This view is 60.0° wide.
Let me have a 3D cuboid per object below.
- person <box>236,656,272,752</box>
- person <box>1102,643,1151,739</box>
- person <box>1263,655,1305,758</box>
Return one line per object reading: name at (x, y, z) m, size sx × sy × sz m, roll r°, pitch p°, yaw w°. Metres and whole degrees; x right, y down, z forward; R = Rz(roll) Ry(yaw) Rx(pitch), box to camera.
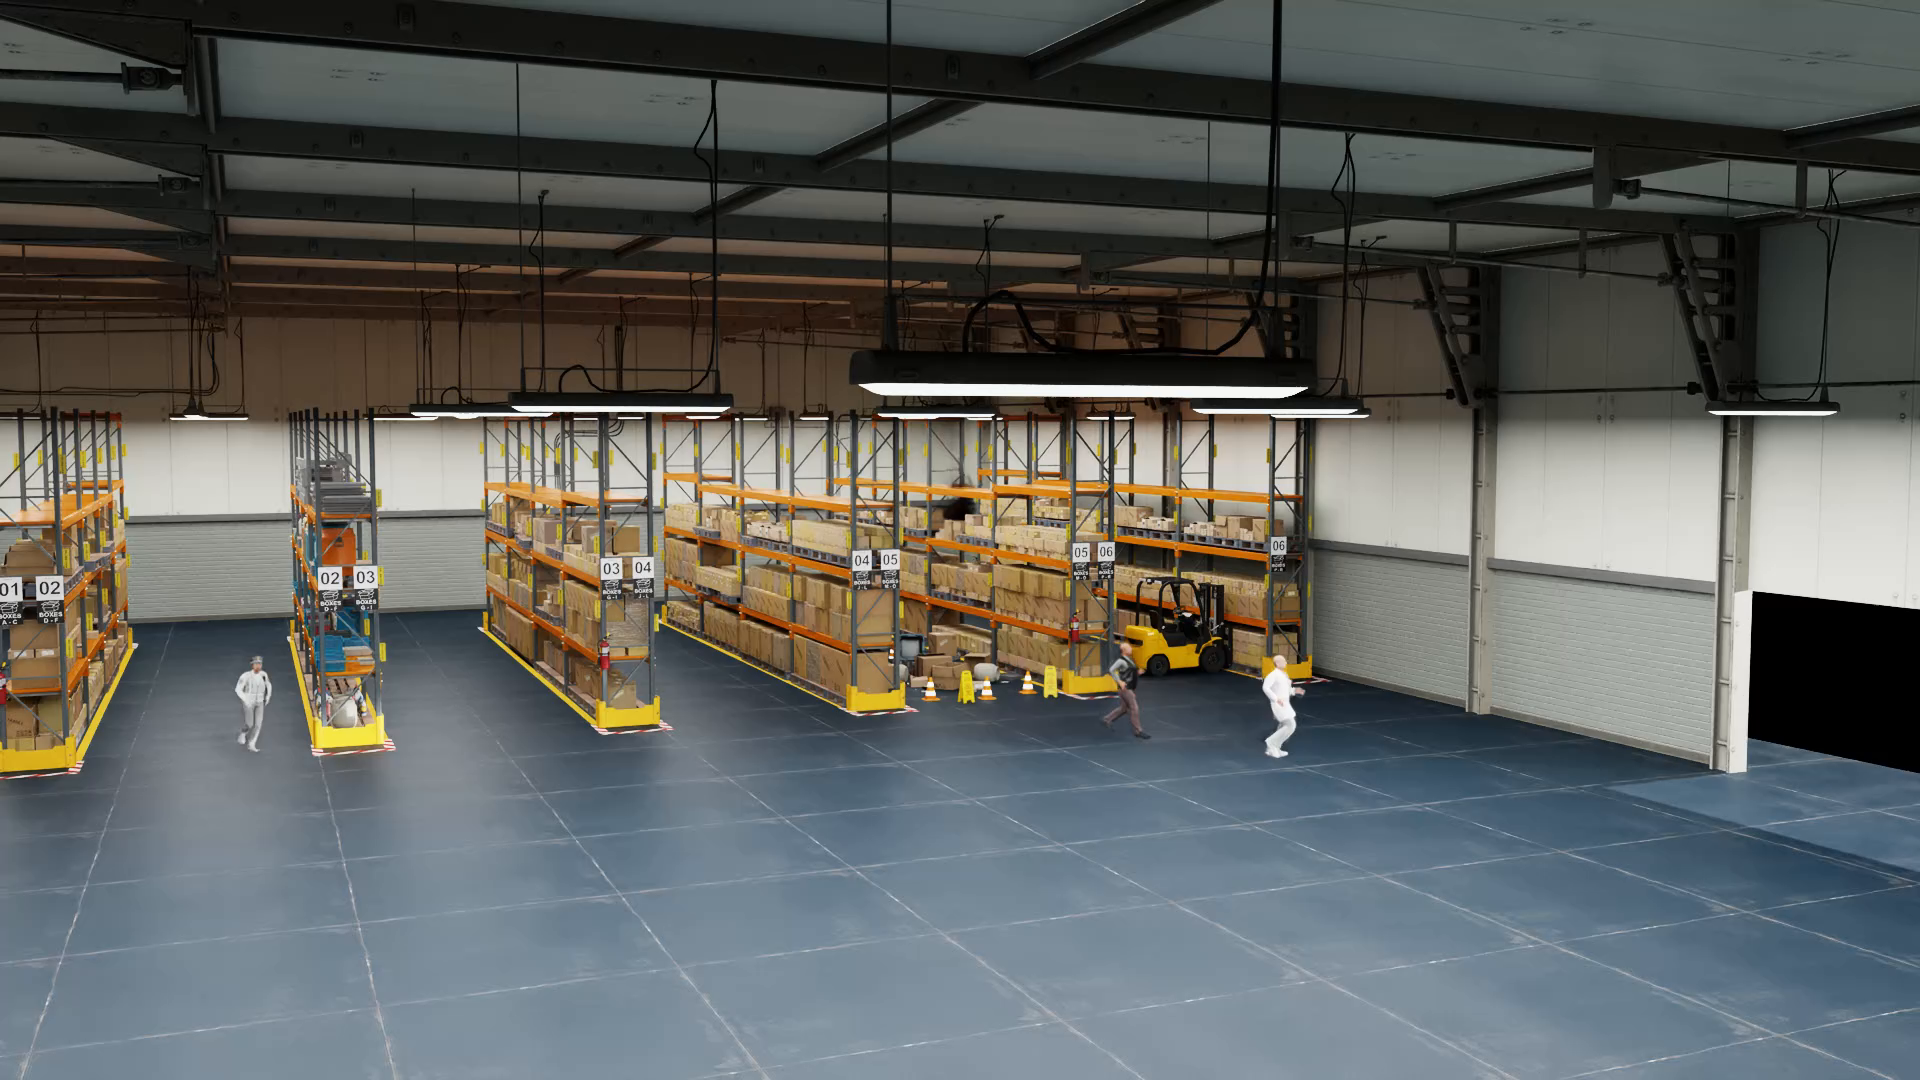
person at (-12.440, 2.862, 29.298) m, size 0.637 × 1.670 × 0.576 m, roll -4°, pitch 6°, yaw -44°
person at (3.023, 2.724, 30.224) m, size 0.969 × 1.706 × 0.657 m, roll 1°, pitch 4°, yaw 20°
person at (5.555, 2.948, 28.459) m, size 0.642 × 1.549 × 0.694 m, roll 2°, pitch 4°, yaw 23°
